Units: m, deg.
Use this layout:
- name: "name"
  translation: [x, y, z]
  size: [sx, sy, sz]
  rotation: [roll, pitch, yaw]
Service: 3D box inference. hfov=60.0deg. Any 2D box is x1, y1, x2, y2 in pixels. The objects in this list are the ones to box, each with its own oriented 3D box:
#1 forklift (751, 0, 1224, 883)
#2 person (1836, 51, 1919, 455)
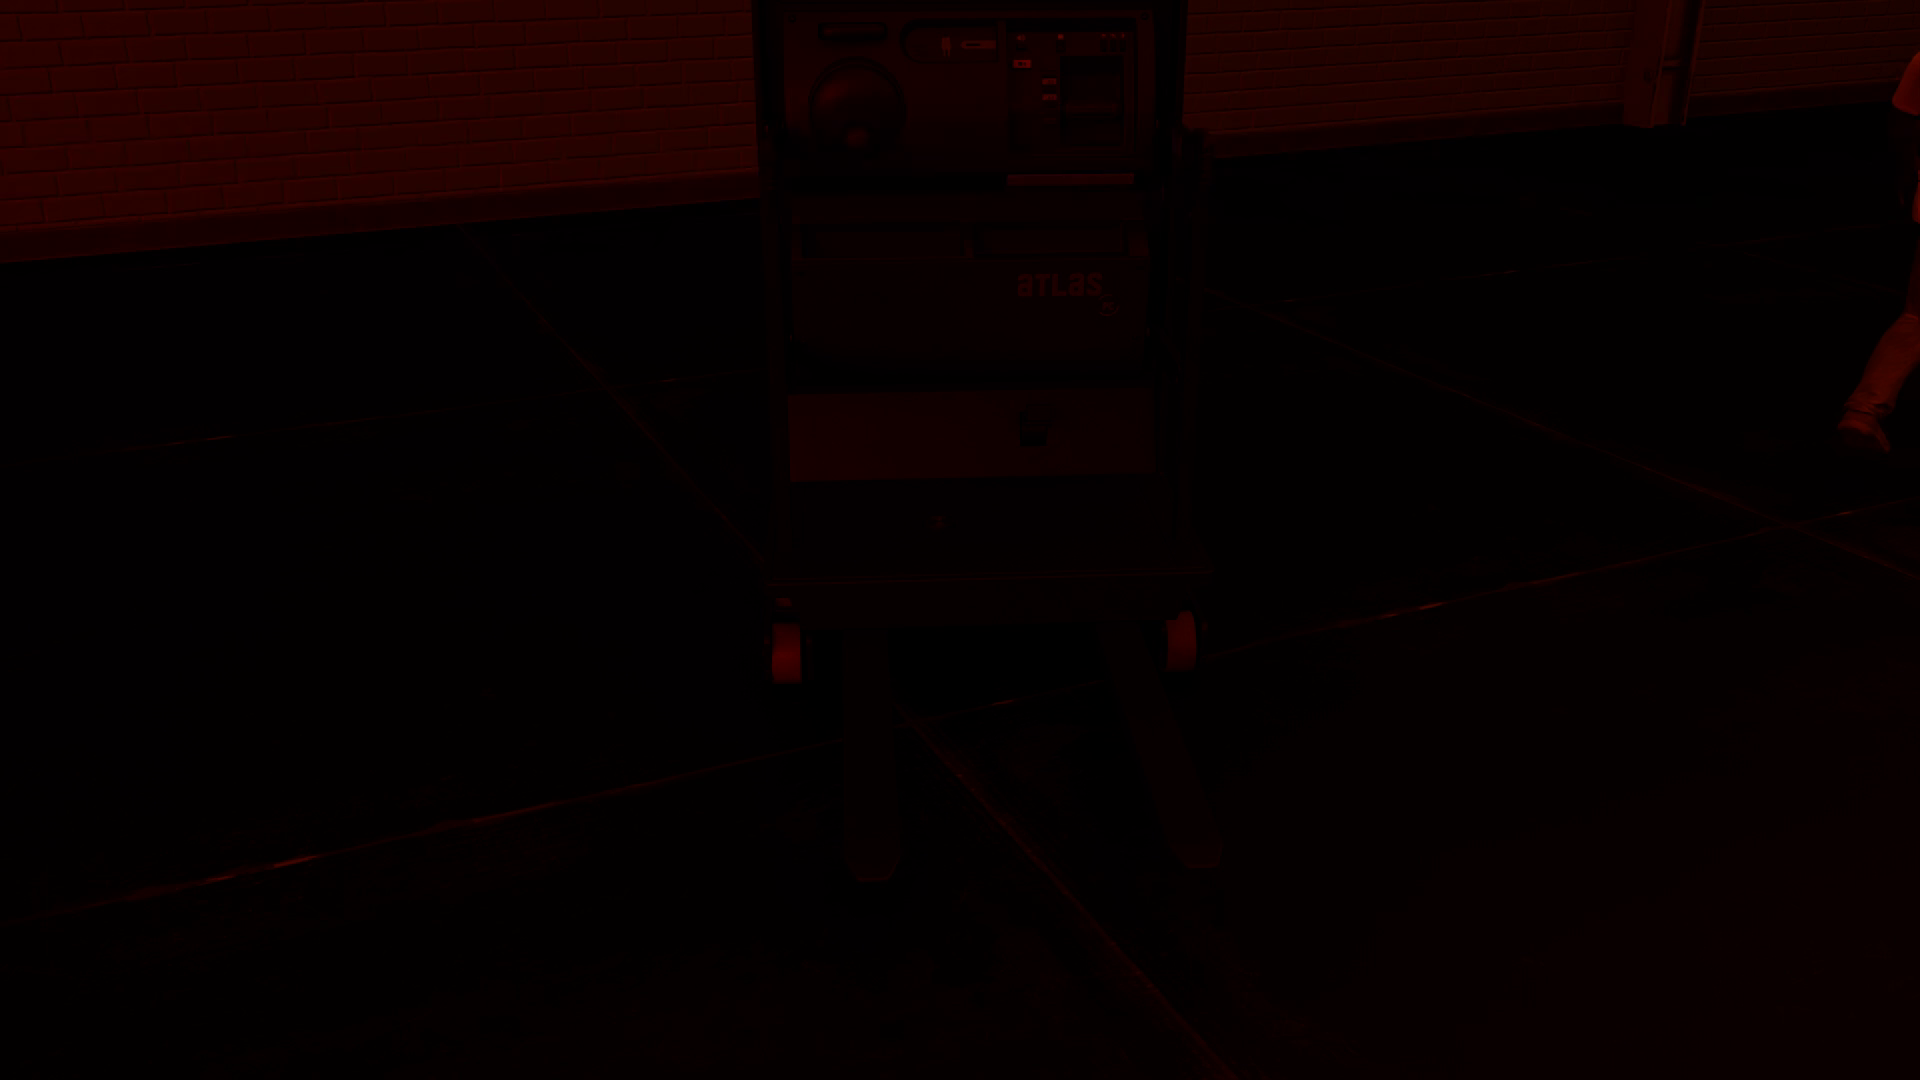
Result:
- name: "forklift"
  translation: [0.042, -1.115, 3.970]
  size: [1.130, 2.935, 3.031]
  rotation: [-2, 23, -4]
- name: "person"
  translation: [3.227, -1.006, 5.251]
  size: [0.583, 1.747, 0.829]
  rotation: [-13, 26, -28]
